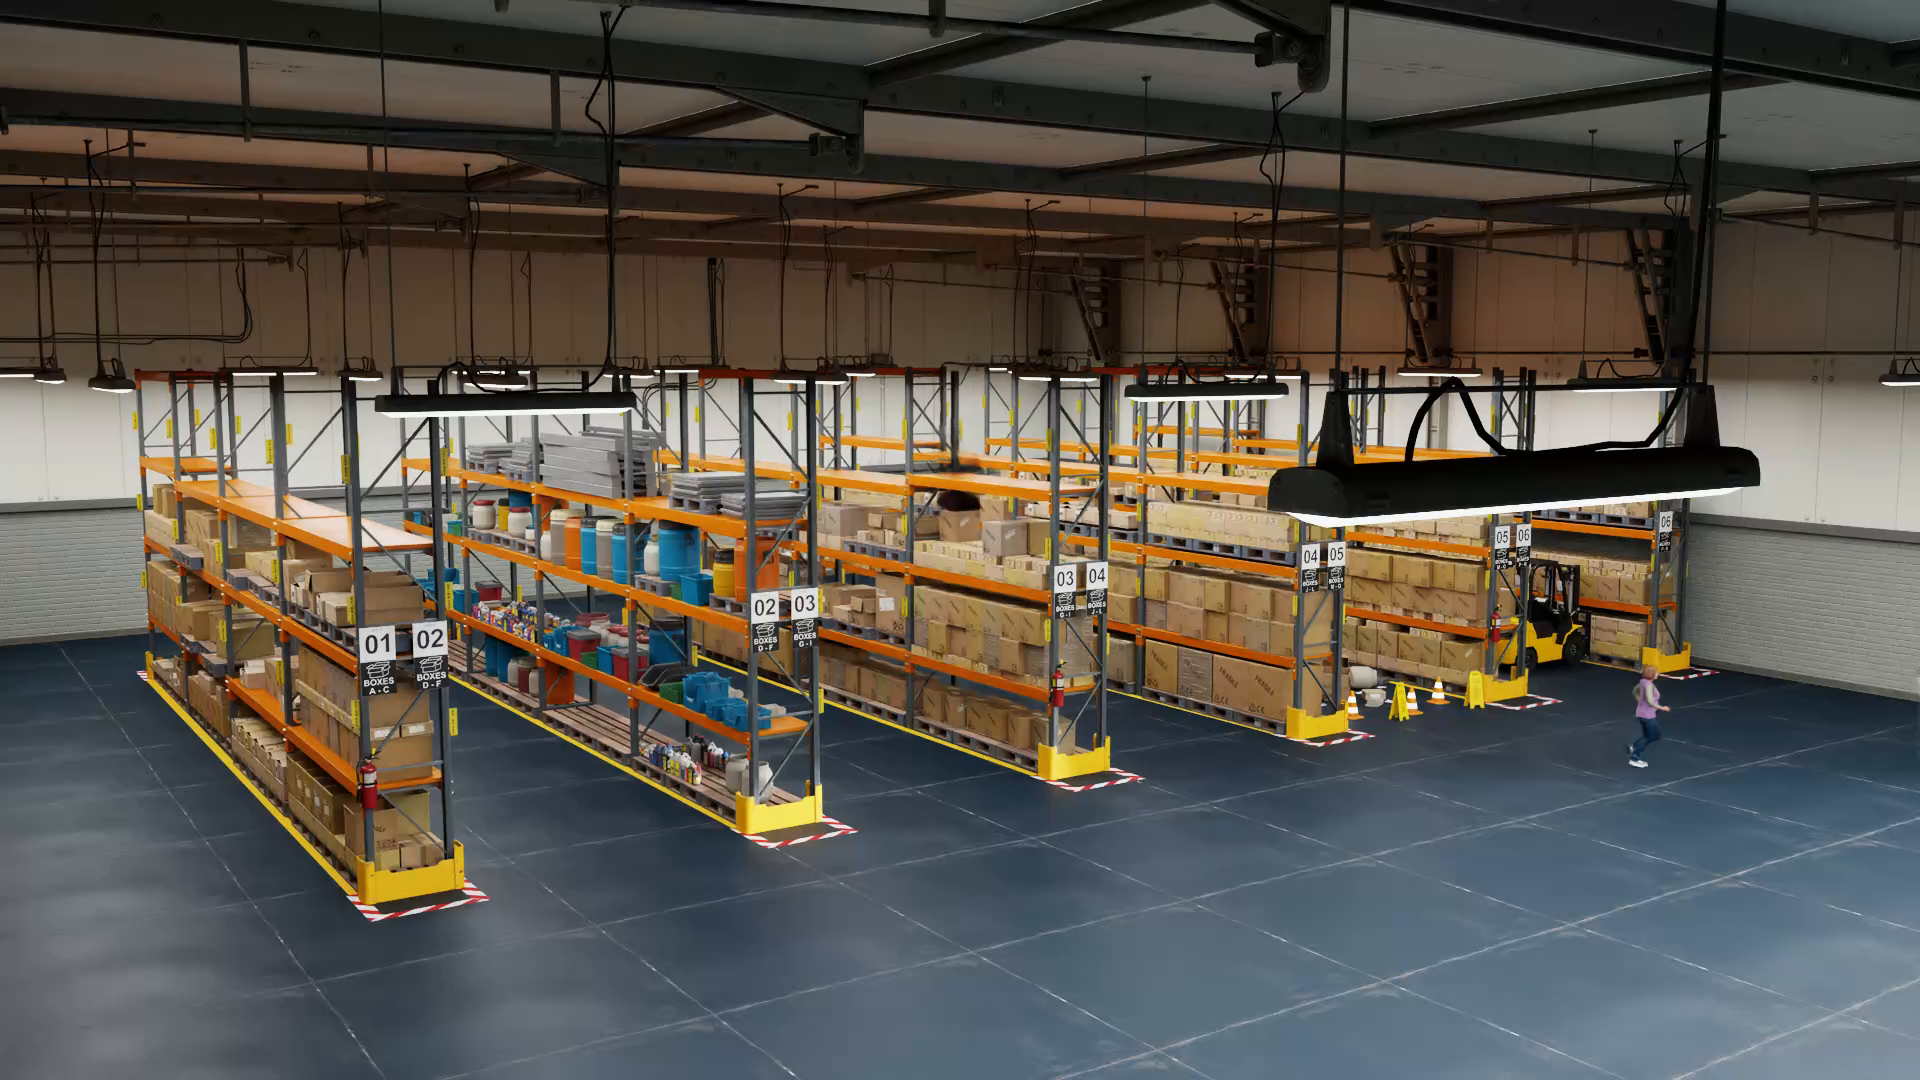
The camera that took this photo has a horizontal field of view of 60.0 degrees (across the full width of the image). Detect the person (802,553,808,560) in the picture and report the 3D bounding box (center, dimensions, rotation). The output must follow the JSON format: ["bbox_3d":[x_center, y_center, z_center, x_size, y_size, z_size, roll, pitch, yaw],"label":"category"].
[{"bbox_3d":[-3.620,1.140,38.572,0.587,1.697,0.928,-4,8,-33],"label":"person"}]

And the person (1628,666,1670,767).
[{"bbox_3d":[10.535,2.686,25.397,0.558,1.561,0.564,2,7,14],"label":"person"}]

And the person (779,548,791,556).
[{"bbox_3d":[-4.523,0.841,41.204,0.735,1.728,0.791,-6,9,-41],"label":"person"}]
